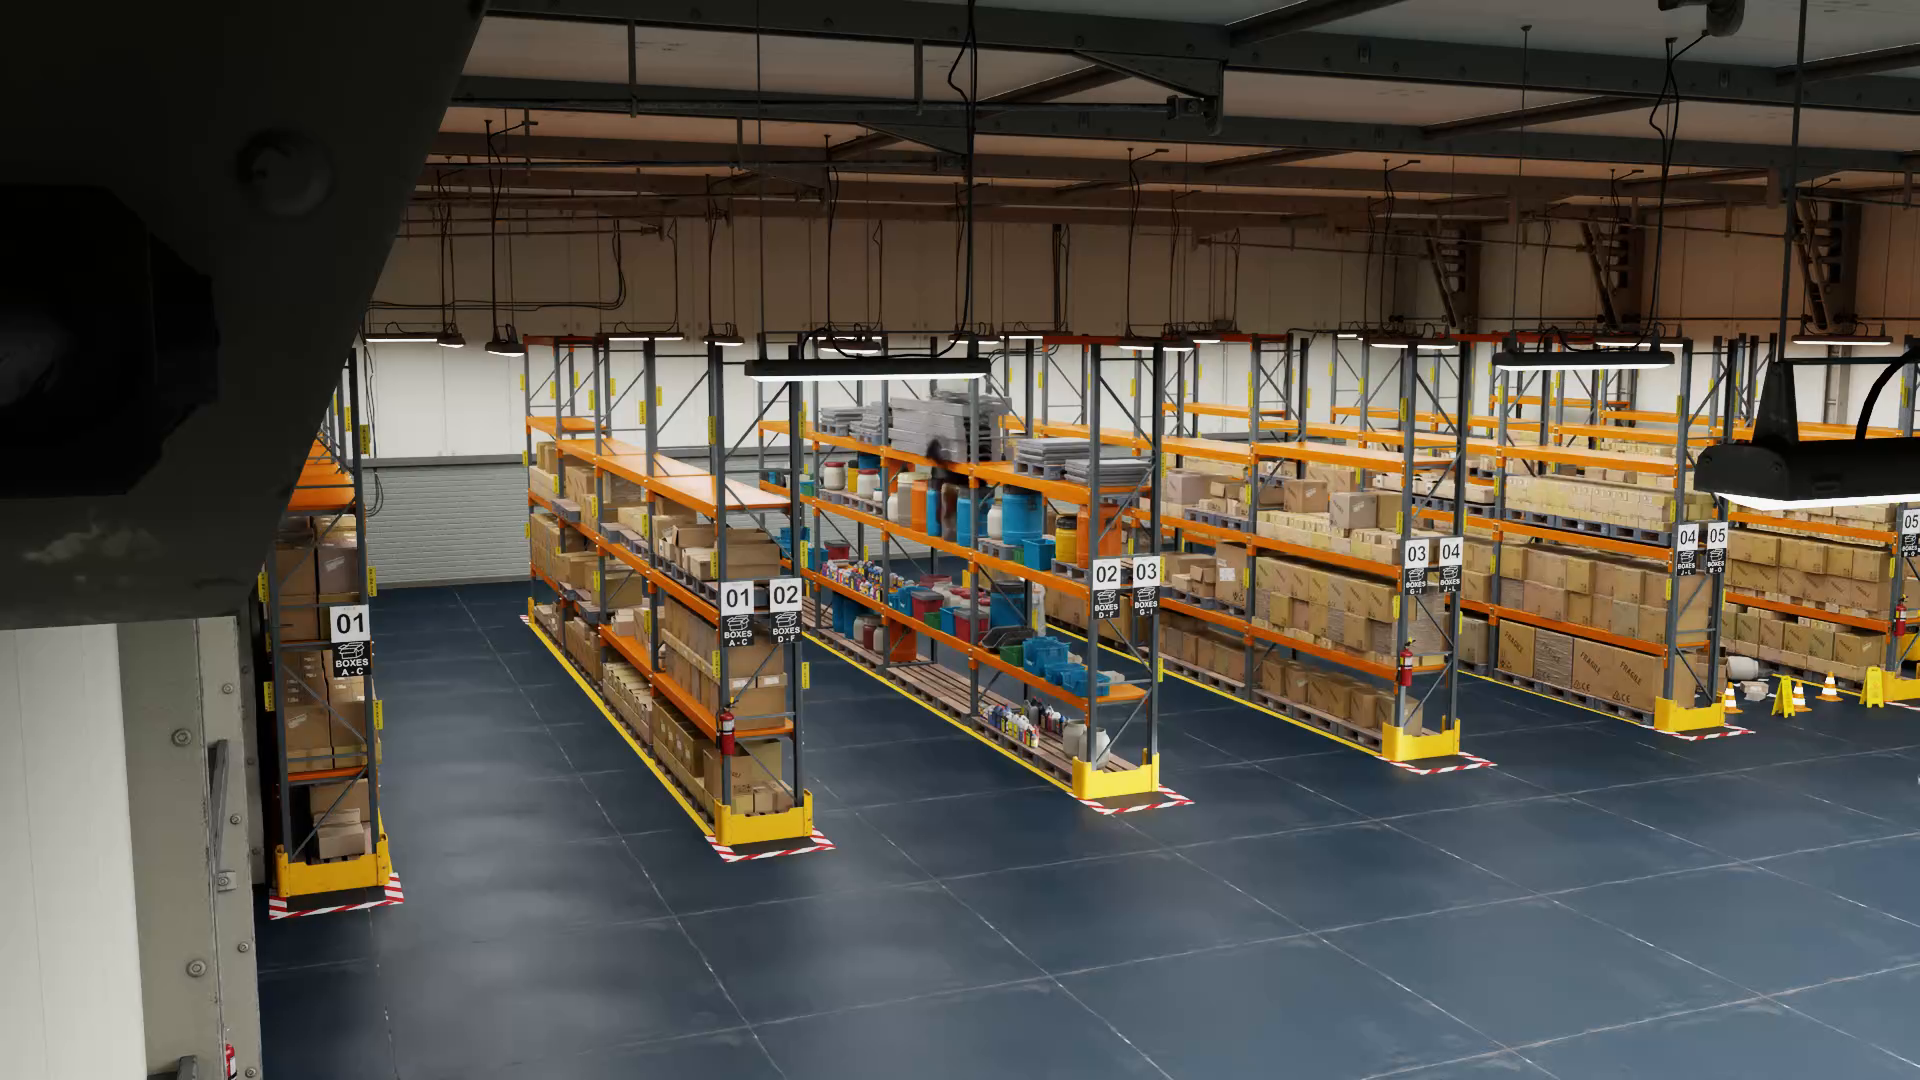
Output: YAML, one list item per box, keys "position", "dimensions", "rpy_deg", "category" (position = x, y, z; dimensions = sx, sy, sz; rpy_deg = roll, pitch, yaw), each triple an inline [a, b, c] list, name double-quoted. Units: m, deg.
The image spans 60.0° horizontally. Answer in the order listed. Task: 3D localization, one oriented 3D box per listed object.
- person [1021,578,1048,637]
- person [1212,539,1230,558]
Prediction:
- position: [1.354, 1.178, 30.732]
  dimensions: [0.606, 1.706, 0.889]
  rpy_deg: [-5, 9, -34]
  category: "person"
- position: [5.674, 0.815, 35.262]
  dimensions: [0.657, 1.679, 0.575]
  rpy_deg: [-3, 8, -24]
  category: "person"
